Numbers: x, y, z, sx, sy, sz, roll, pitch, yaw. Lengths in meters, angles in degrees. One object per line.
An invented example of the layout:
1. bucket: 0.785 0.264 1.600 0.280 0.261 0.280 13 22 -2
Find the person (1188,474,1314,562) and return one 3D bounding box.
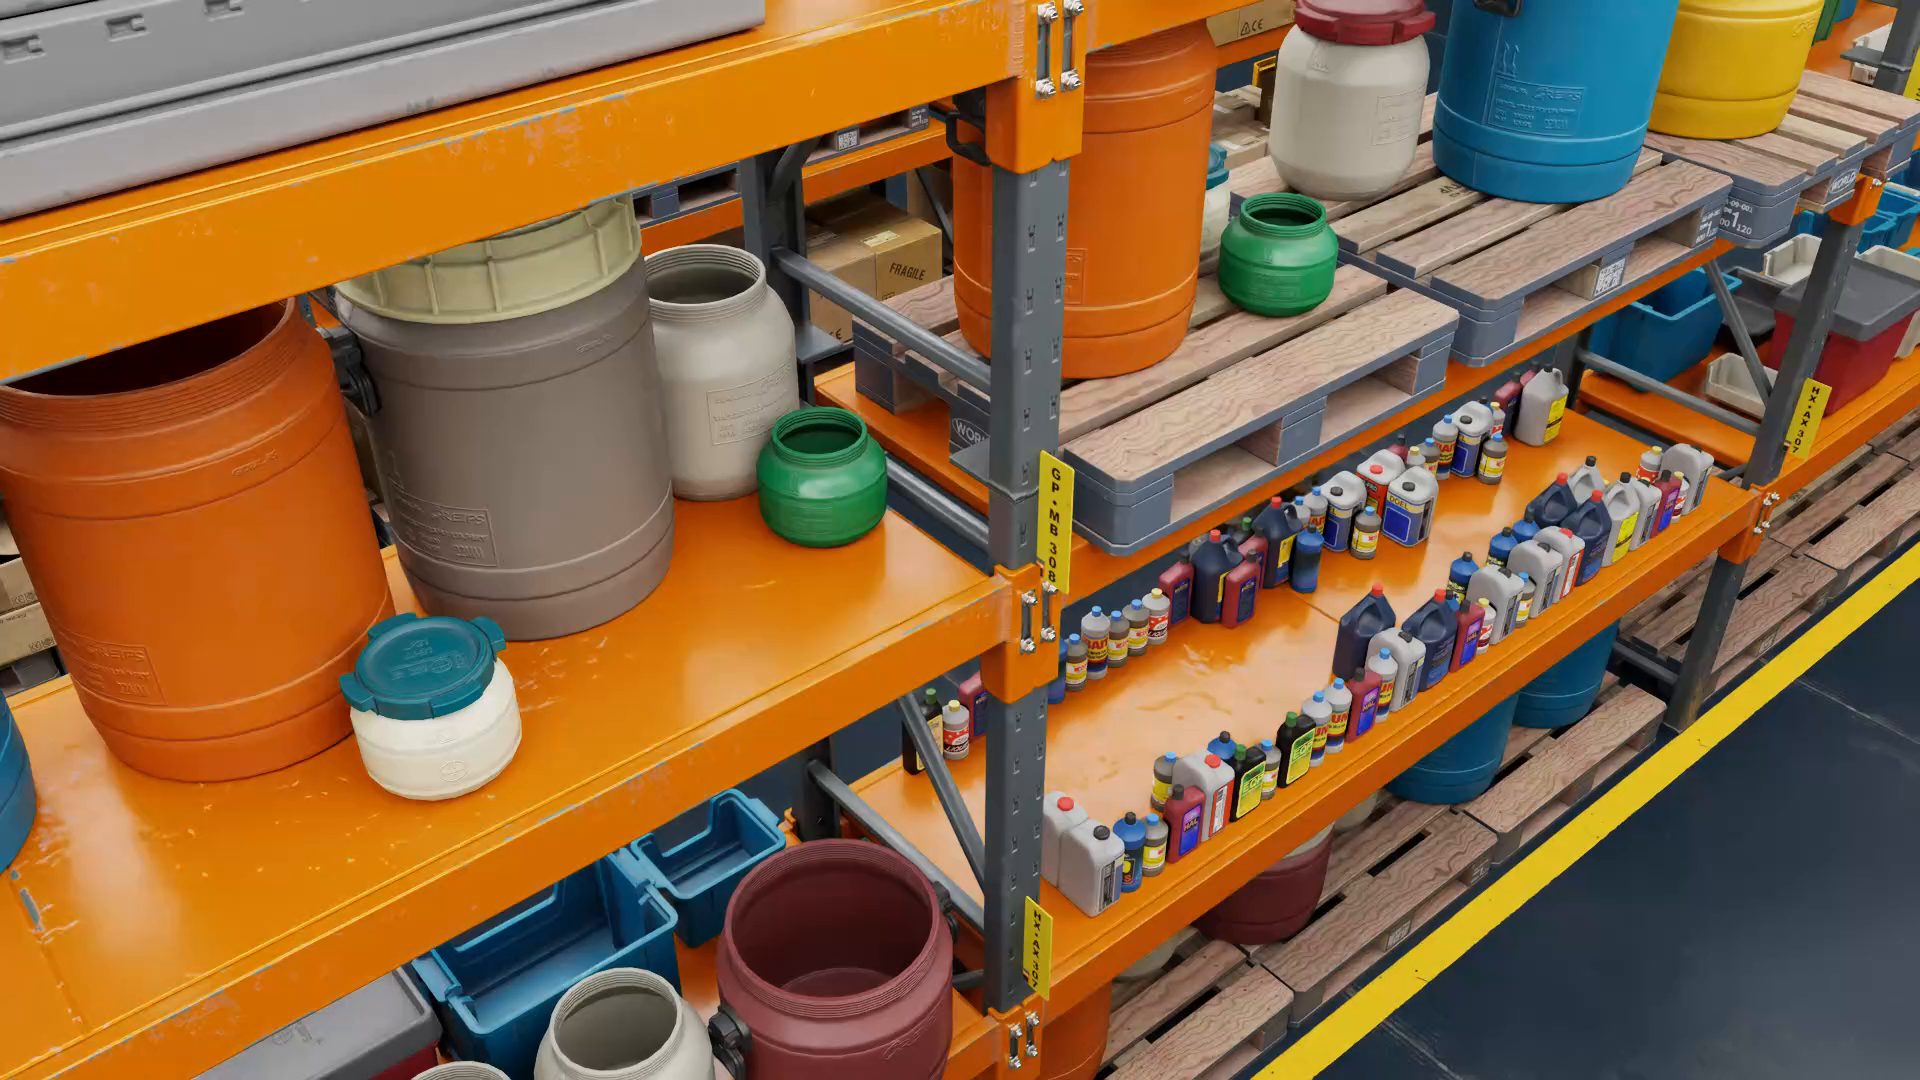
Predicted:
1. person: 1.373 -0.285 7.668 0.841 1.527 0.469 -27 44 -33
